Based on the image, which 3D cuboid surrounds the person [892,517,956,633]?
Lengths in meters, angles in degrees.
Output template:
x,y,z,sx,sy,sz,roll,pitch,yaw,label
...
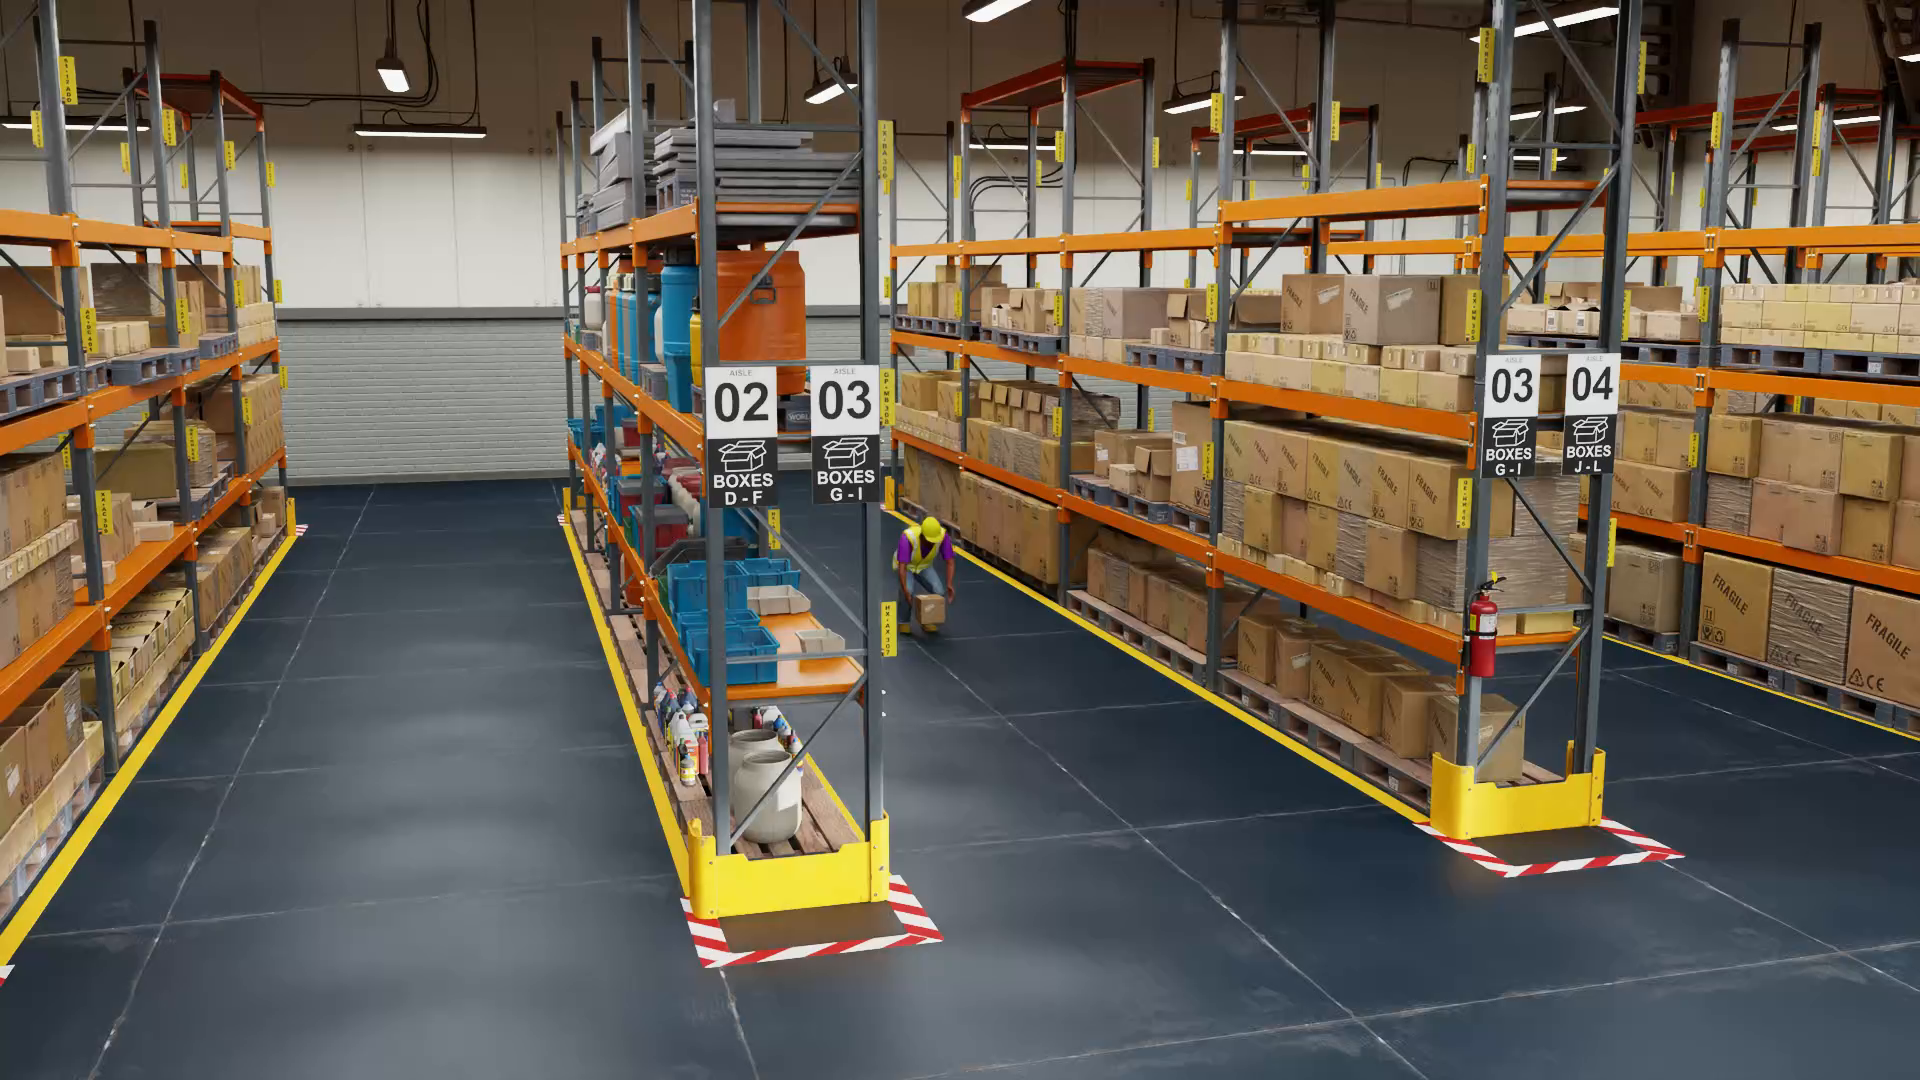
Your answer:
x,y,z,sx,sy,sz,roll,pitch,yaw,label
-0.384,0.342,17.278,0.626,1.260,0.823,-3,10,-16,person
